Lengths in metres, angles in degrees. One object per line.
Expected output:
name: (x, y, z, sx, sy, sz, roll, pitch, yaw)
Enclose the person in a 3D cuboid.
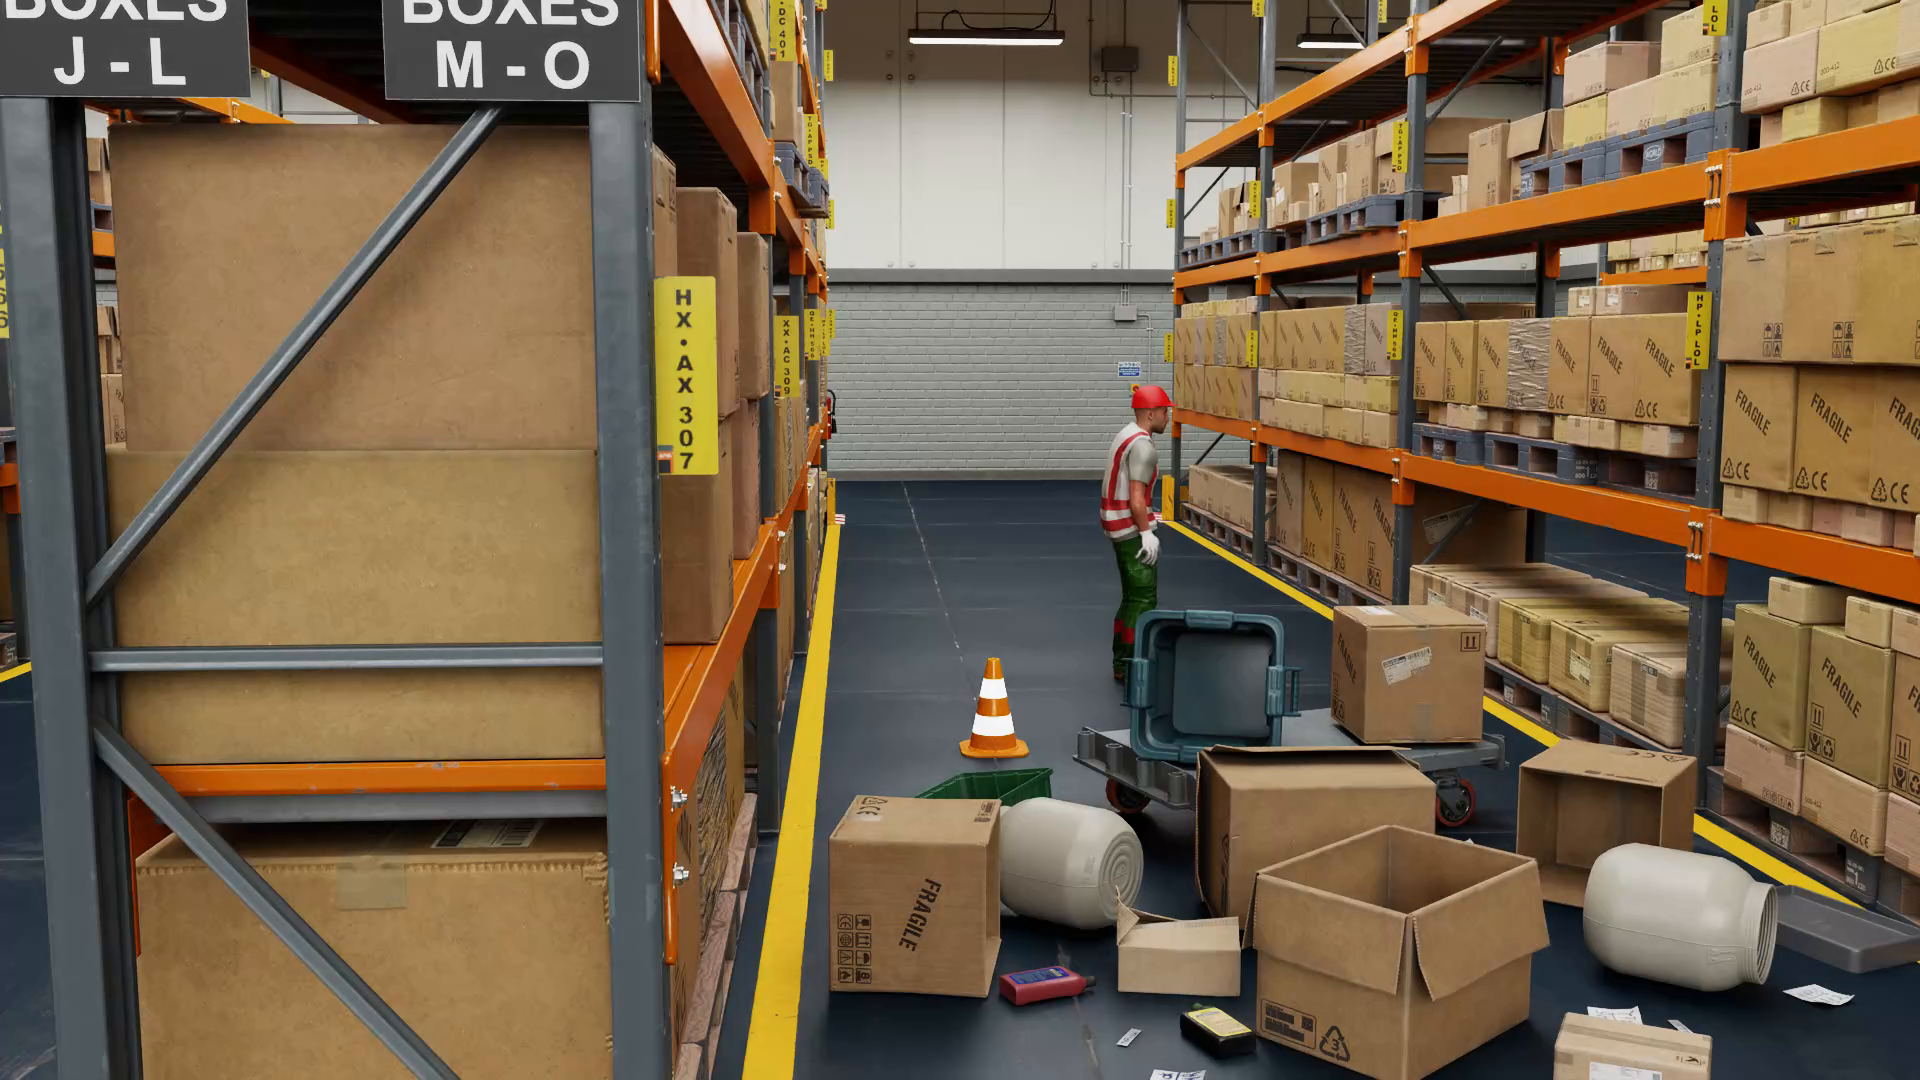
person: (1.072, -0.029, 9.923, 0.452, 1.778, 0.607, 0, 7, -4)
